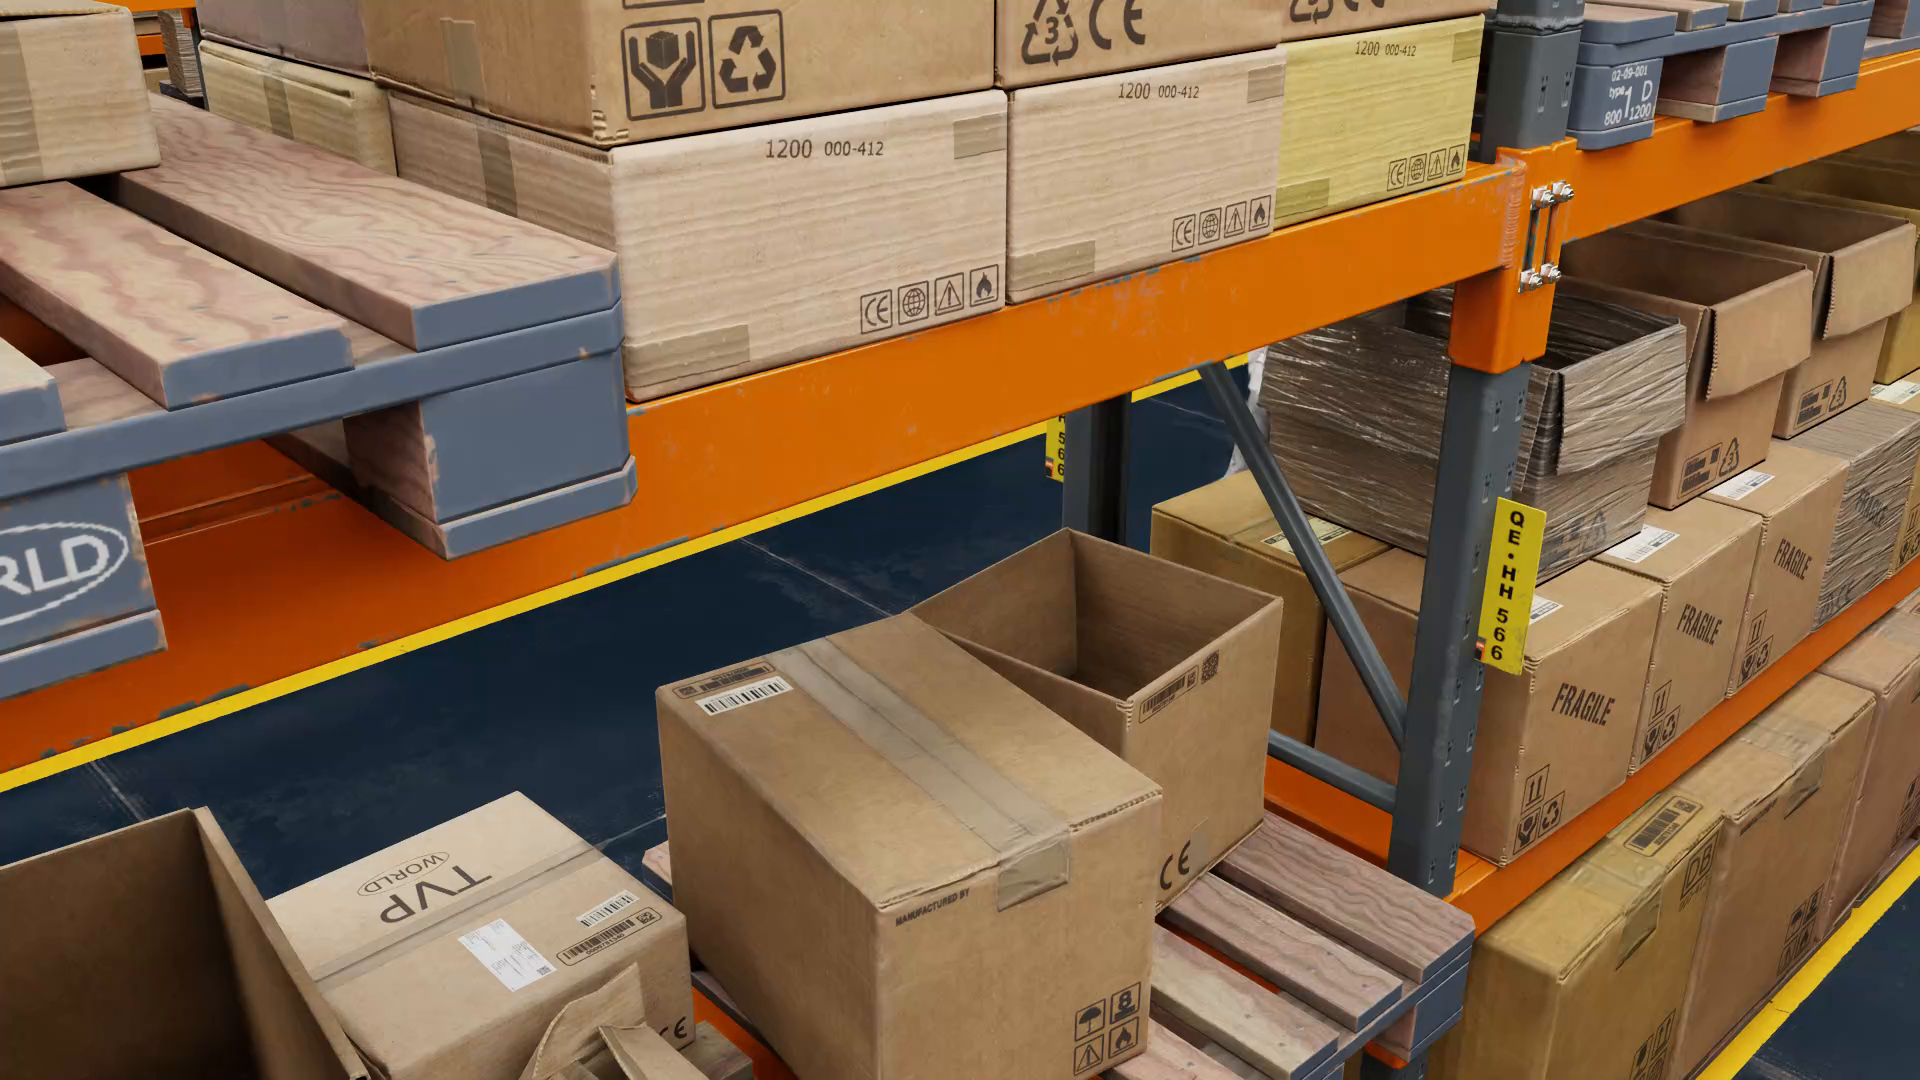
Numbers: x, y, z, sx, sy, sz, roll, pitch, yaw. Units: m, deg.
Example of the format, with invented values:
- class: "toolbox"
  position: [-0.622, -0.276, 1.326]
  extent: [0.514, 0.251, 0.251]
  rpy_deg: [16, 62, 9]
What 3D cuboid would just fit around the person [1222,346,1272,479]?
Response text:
- class: "person"
  position: [1.458, -0.641, 7.545]
  extent: [1.091, 1.608, 0.488]
  rpy_deg: [-20, 31, -37]
